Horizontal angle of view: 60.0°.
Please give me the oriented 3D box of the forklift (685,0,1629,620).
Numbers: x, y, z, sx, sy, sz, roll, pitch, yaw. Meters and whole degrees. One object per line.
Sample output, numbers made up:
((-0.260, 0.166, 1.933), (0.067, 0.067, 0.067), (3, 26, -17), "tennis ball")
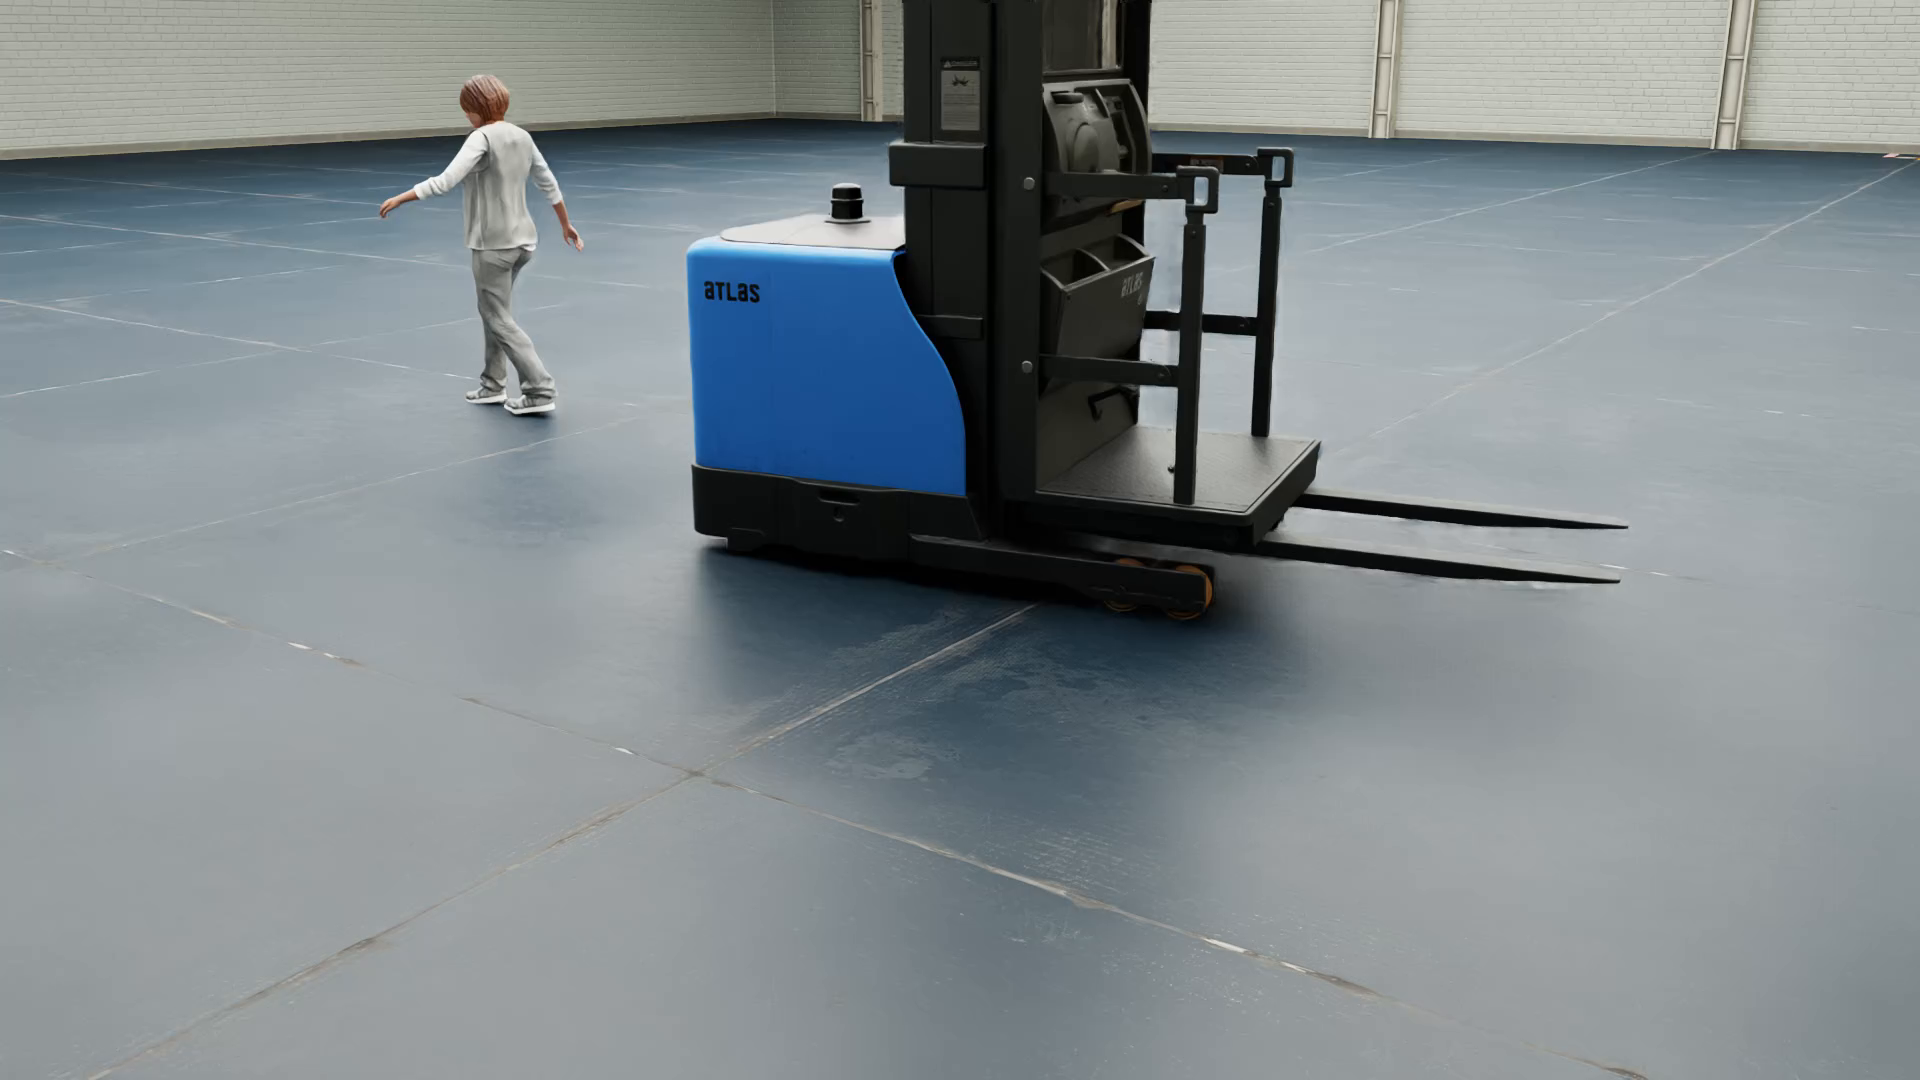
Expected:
((0.632, -1.330, 5.280), (3.031, 2.935, 1.130), (7, 18, 22), "forklift")

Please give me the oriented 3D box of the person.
((-2.197, -1.387, 7.893), (0.701, 1.573, 0.826), (7, 18, 22), "person")
